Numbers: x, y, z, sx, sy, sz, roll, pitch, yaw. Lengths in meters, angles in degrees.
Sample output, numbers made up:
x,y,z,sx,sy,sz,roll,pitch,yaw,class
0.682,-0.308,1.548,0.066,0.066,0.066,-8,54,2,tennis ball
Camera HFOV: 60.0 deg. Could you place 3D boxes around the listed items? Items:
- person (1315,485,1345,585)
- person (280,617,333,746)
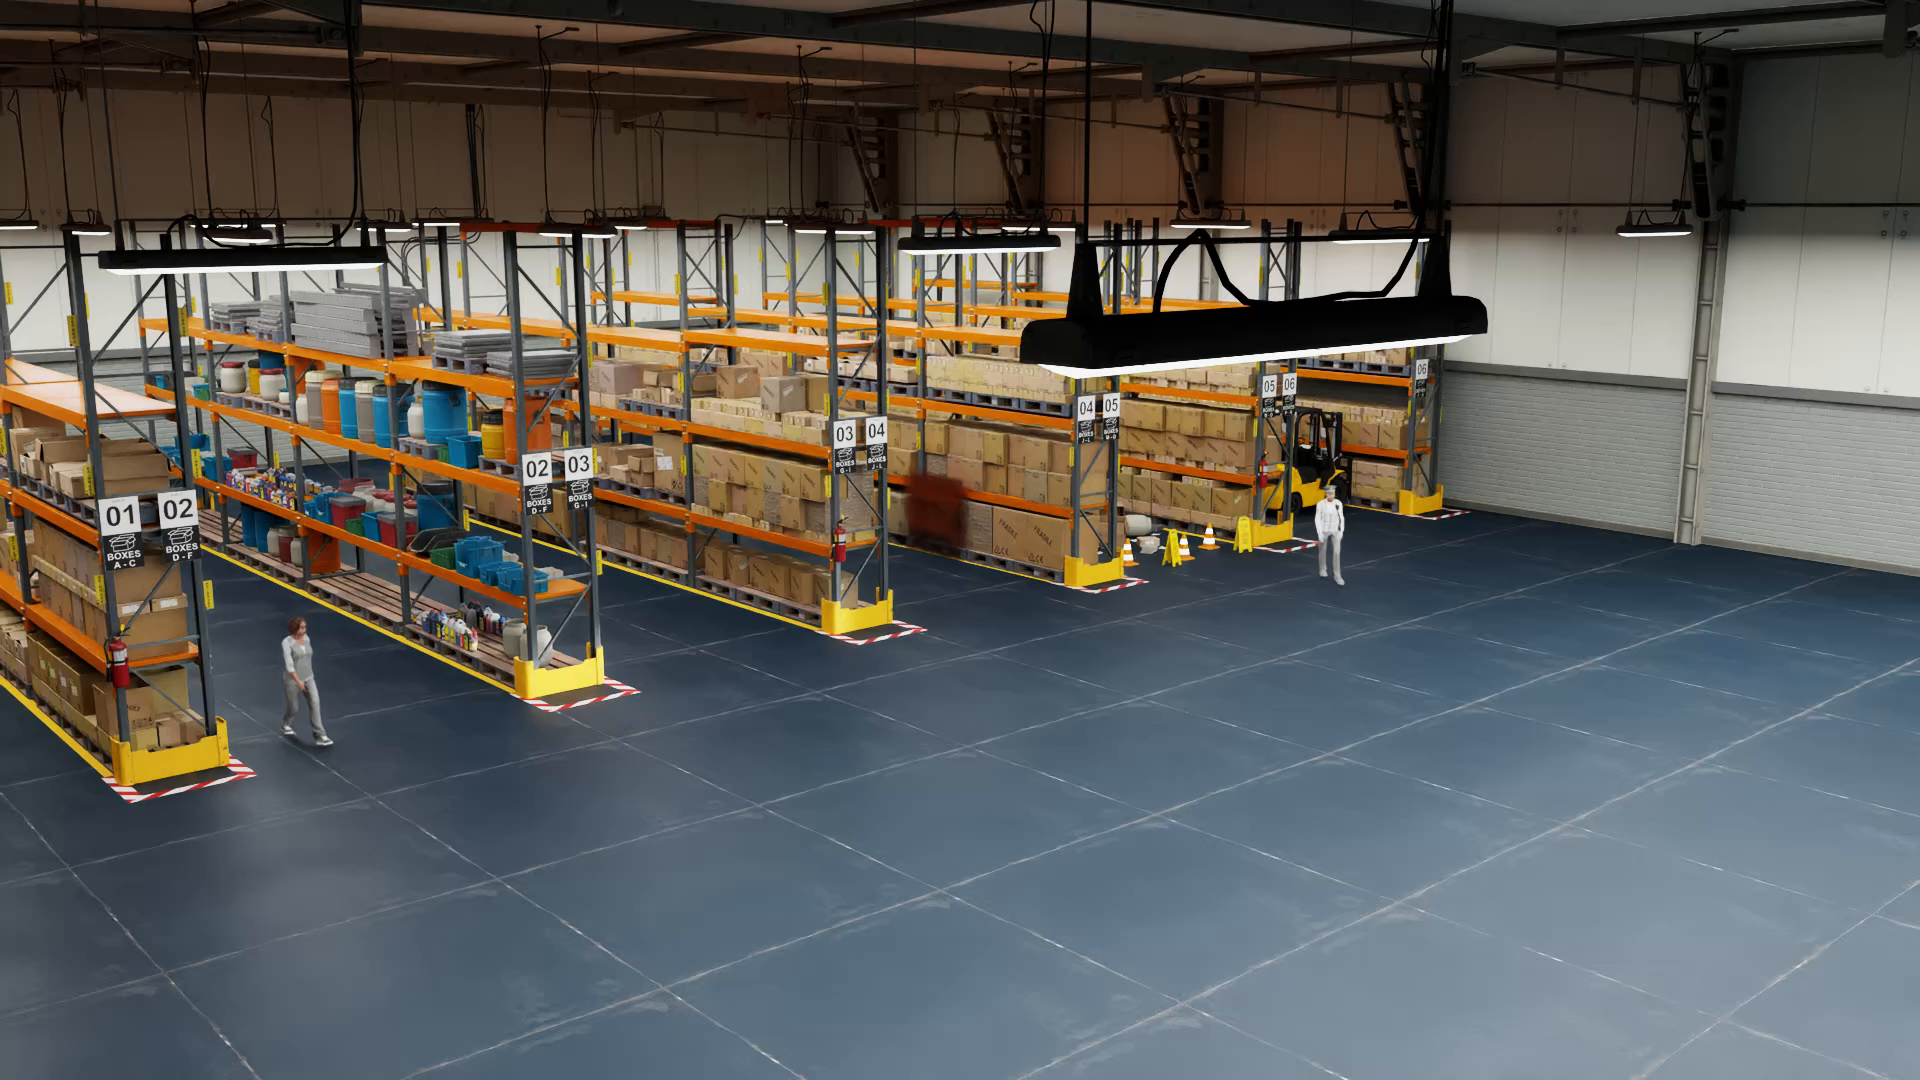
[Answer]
x,y,z,sx,sy,sz,roll,pitch,yaw,class
6.283,-0.129,28.257,0.511,1.632,0.870,2,12,8,person
-7.808,1.657,19.755,0.991,1.513,0.398,9,14,38,person
